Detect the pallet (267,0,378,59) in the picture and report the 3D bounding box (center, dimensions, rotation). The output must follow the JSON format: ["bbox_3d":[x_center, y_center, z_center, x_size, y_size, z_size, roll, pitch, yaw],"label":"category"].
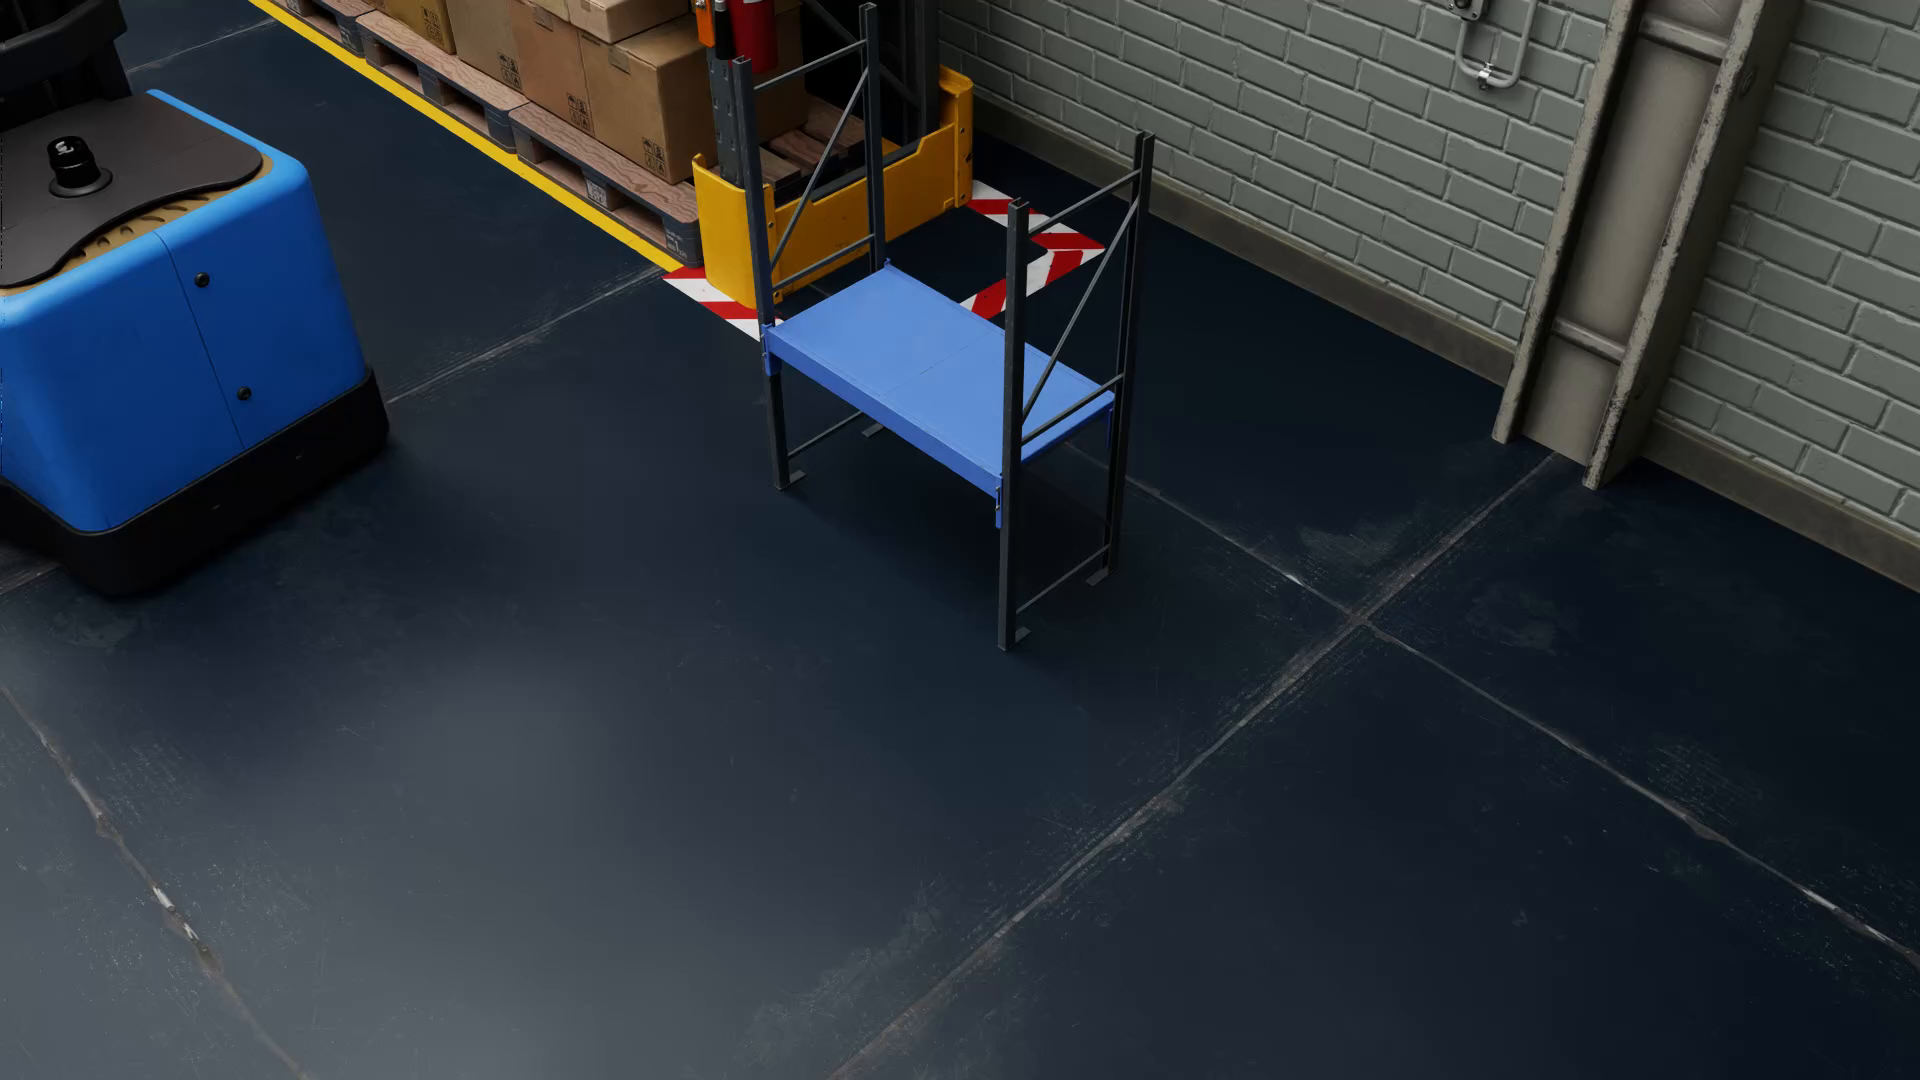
[{"bbox_3d":[-2.818,-2.807,8.132,1.003,0.211,1.213,-34,53,-31],"label":"pallet"}]

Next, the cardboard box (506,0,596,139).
[{"bbox_3d":[-1.394,-2.077,6.819,0.500,0.500,0.700,34,53,31],"label":"cardboard box"}]

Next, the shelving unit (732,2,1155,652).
[{"bbox_3d":[-0.060,-0.592,4.785,0.538,1.500,1.048,-34,53,-31],"label":"shelving unit"}]

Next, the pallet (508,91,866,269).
[{"bbox_3d":[-1.095,-1.634,6.863,1.003,0.211,1.213,-34,53,-31],"label":"pallet"}]

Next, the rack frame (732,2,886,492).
[{"bbox_3d":[-0.419,-0.836,5.050,0.500,1.500,0.032,-34,53,-31],"label":"rack frame"}]

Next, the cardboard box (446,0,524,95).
[{"bbox_3d":[-1.749,-2.318,7.081,0.500,0.500,0.700,32,52,30],"label":"cardboard box"}]

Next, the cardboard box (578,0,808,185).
[{"bbox_3d":[-1.040,-1.836,6.559,0.700,0.500,0.500,-34,53,-31],"label":"cardboard box"}]

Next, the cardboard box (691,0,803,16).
[{"bbox_3d":[-0.810,-2.110,6.378,0.380,0.149,0.250,-34,52,-31],"label":"cardboard box"}]

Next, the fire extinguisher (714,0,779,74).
[{"bbox_3d":[-0.695,-1.853,5.376,0.296,0.674,0.183,-34,53,-31],"label":"fire extinguisher"}]

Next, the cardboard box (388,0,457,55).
[{"bbox_3d":[-2.131,-2.571,7.354,0.700,0.500,0.500,-33,52,-30],"label":"cardboard box"}]

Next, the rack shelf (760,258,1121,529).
[{"bbox_3d":[-0.060,-0.460,4.907,0.538,0.185,1.000,-34,53,-31],"label":"rack shelf"}]

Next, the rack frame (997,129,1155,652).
[{"bbox_3d":[0.299,-0.348,4.521,0.500,1.500,0.032,-34,53,-31],"label":"rack frame"}]

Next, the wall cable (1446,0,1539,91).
[{"bbox_3d":[1.099,-2.523,5.021,0.084,1.984,1.851,-34,53,-31],"label":"wall cable"}]

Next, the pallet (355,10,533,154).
[{"bbox_3d":[-1.953,-2.220,7.497,1.003,0.211,1.213,-34,53,-31],"label":"pallet"}]

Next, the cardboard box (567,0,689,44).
[{"bbox_3d":[-1.260,-2.049,6.311,0.250,0.149,0.380,34,52,31],"label":"cardboard box"}]

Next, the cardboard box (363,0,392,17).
[{"bbox_3d":[-2.492,-2.818,7.622,0.500,0.500,0.700,34,52,31],"label":"cardboard box"}]

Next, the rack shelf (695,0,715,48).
[{"bbox_3d":[-1.888,-3.008,6.825,1.077,0.370,4.000,-34,53,-31],"label":"rack shelf"}]

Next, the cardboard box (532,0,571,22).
[{"bbox_3d":[-1.441,-2.171,6.444,0.380,0.149,0.250,-33,52,-30],"label":"cardboard box"}]

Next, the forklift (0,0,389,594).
[{"bbox_3d":[-3.380,-1.739,4.972,3.031,2.935,1.130,27,49,27],"label":"forklift"}]

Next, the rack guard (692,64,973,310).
[{"bbox_3d":[-0.458,-1.382,6.377,1.175,0.500,0.348,-34,53,-31],"label":"rack guard"}]

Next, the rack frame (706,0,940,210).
[{"bbox_3d":[-0.475,-2.312,5.541,1.000,3.000,0.127,-34,53,-31],"label":"rack frame"}]

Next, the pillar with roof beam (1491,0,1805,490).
[{"bbox_3d":[-1.004,-1.569,0.317,9.100,9.000,0.400,-34,53,-31],"label":"pillar with roof beam"}]
